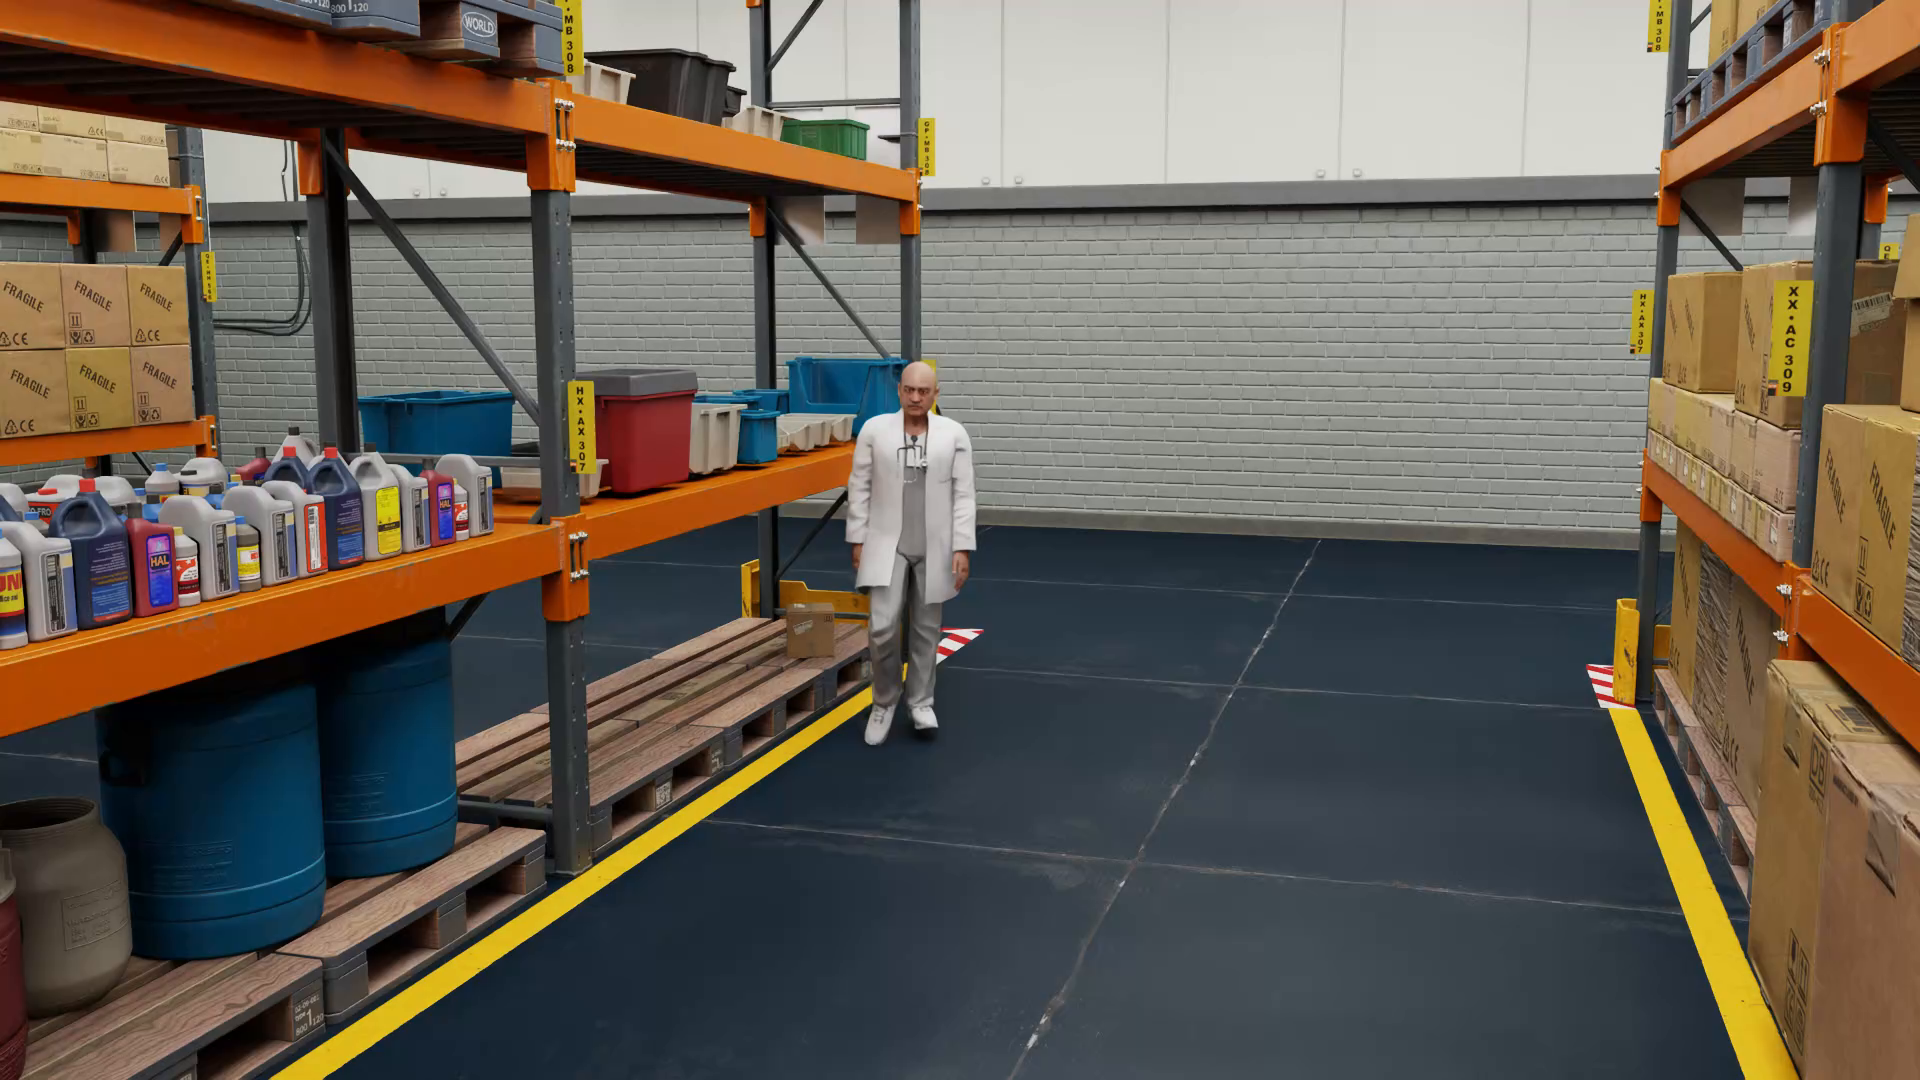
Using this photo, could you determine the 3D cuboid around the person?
[{"bbox_3d":[-0.236,0.065,7.860,0.605,1.812,0.566,-1,8,-8],"label":"person"}]
